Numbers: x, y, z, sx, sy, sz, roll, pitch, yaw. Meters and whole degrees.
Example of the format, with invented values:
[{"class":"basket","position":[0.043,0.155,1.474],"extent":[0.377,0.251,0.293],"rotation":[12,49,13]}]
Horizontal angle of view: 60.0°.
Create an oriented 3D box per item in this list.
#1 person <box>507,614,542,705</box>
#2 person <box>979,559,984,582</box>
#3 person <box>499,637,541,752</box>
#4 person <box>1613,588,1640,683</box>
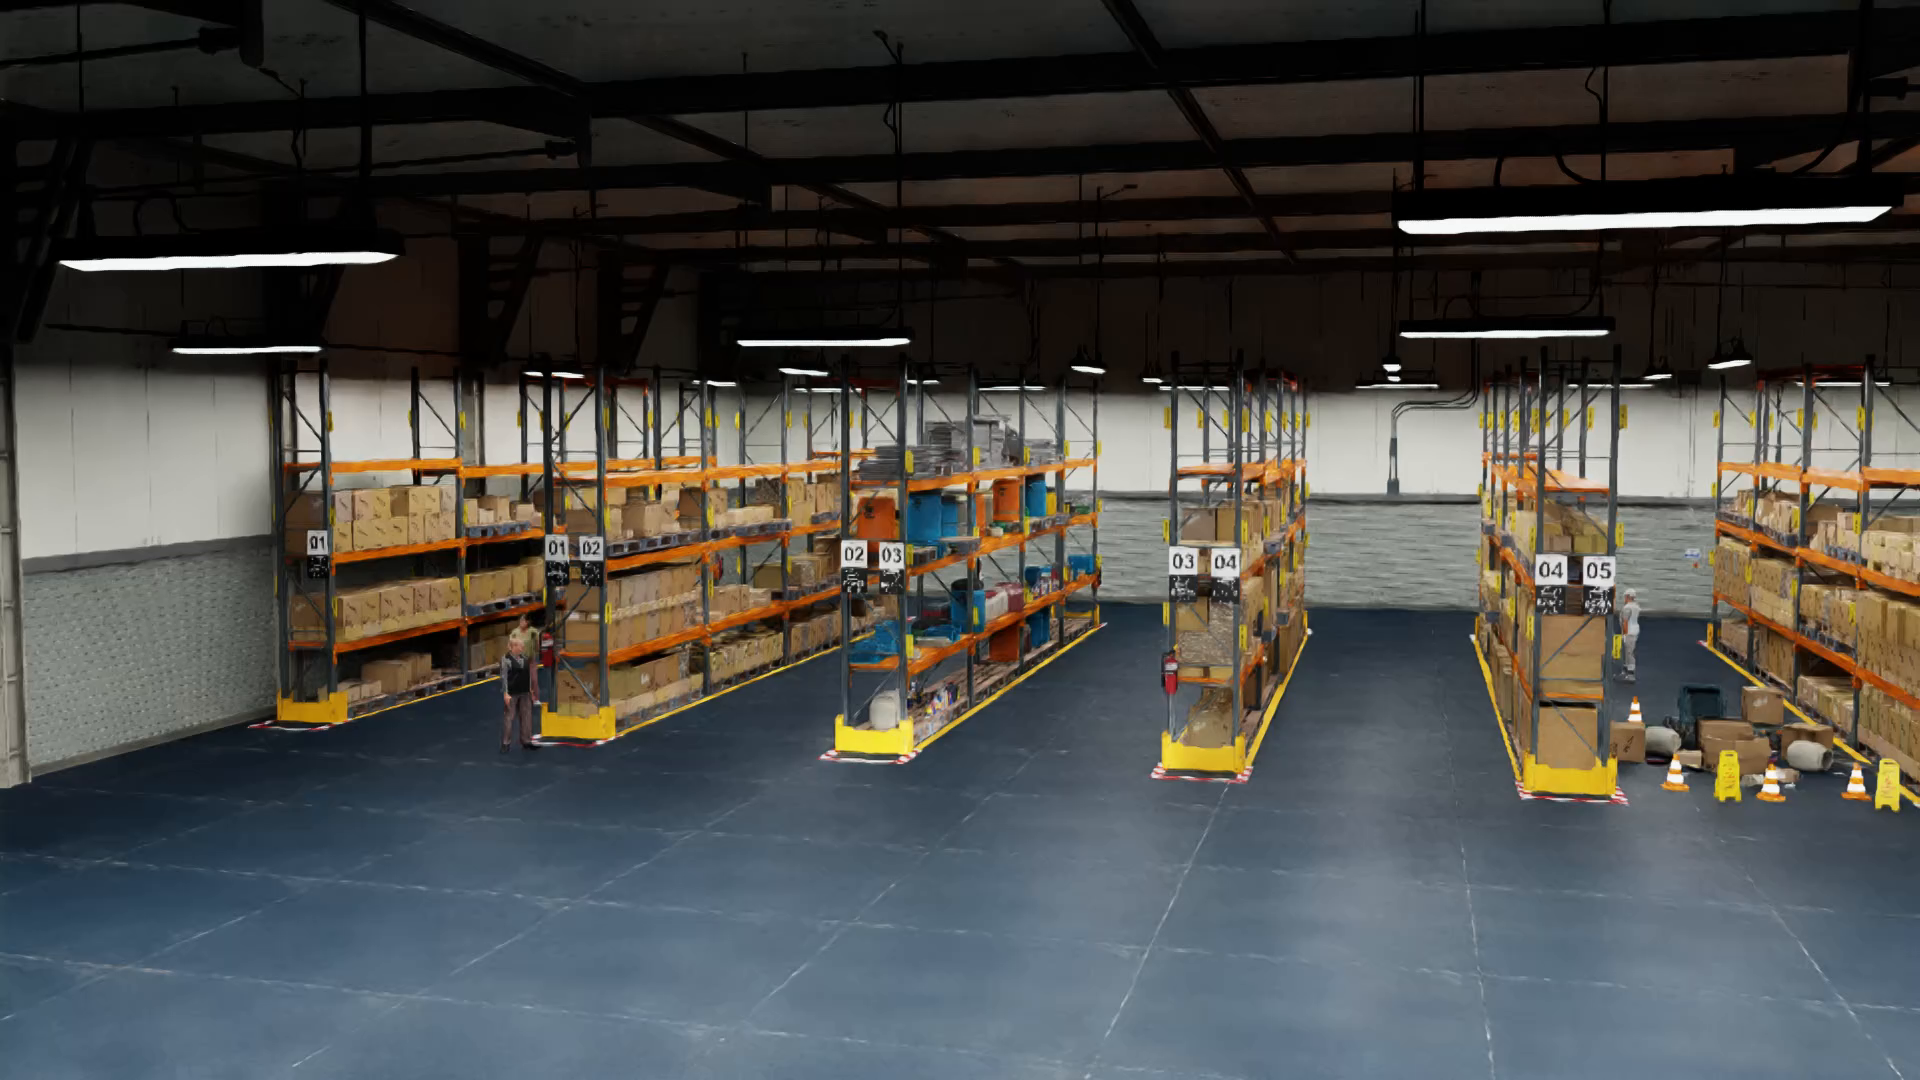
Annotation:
[{"class":"person","position":[-7.638,2.082,29.331],"extent":[0.621,1.604,0.814],"rotation":[0,4,-1]},{"class":"person","position":[0.410,1.298,39.744],"extent":[0.373,1.667,0.588],"rotation":[0,4,-1]},{"class":"person","position":[-6.691,2.322,25.106],"extent":[0.426,1.725,0.615],"rotation":[3,5,36]},{"class":"person","position":[12.701,1.813,31.717],"extent":[0.494,1.786,0.606],"rotation":[4,6,44]}]
